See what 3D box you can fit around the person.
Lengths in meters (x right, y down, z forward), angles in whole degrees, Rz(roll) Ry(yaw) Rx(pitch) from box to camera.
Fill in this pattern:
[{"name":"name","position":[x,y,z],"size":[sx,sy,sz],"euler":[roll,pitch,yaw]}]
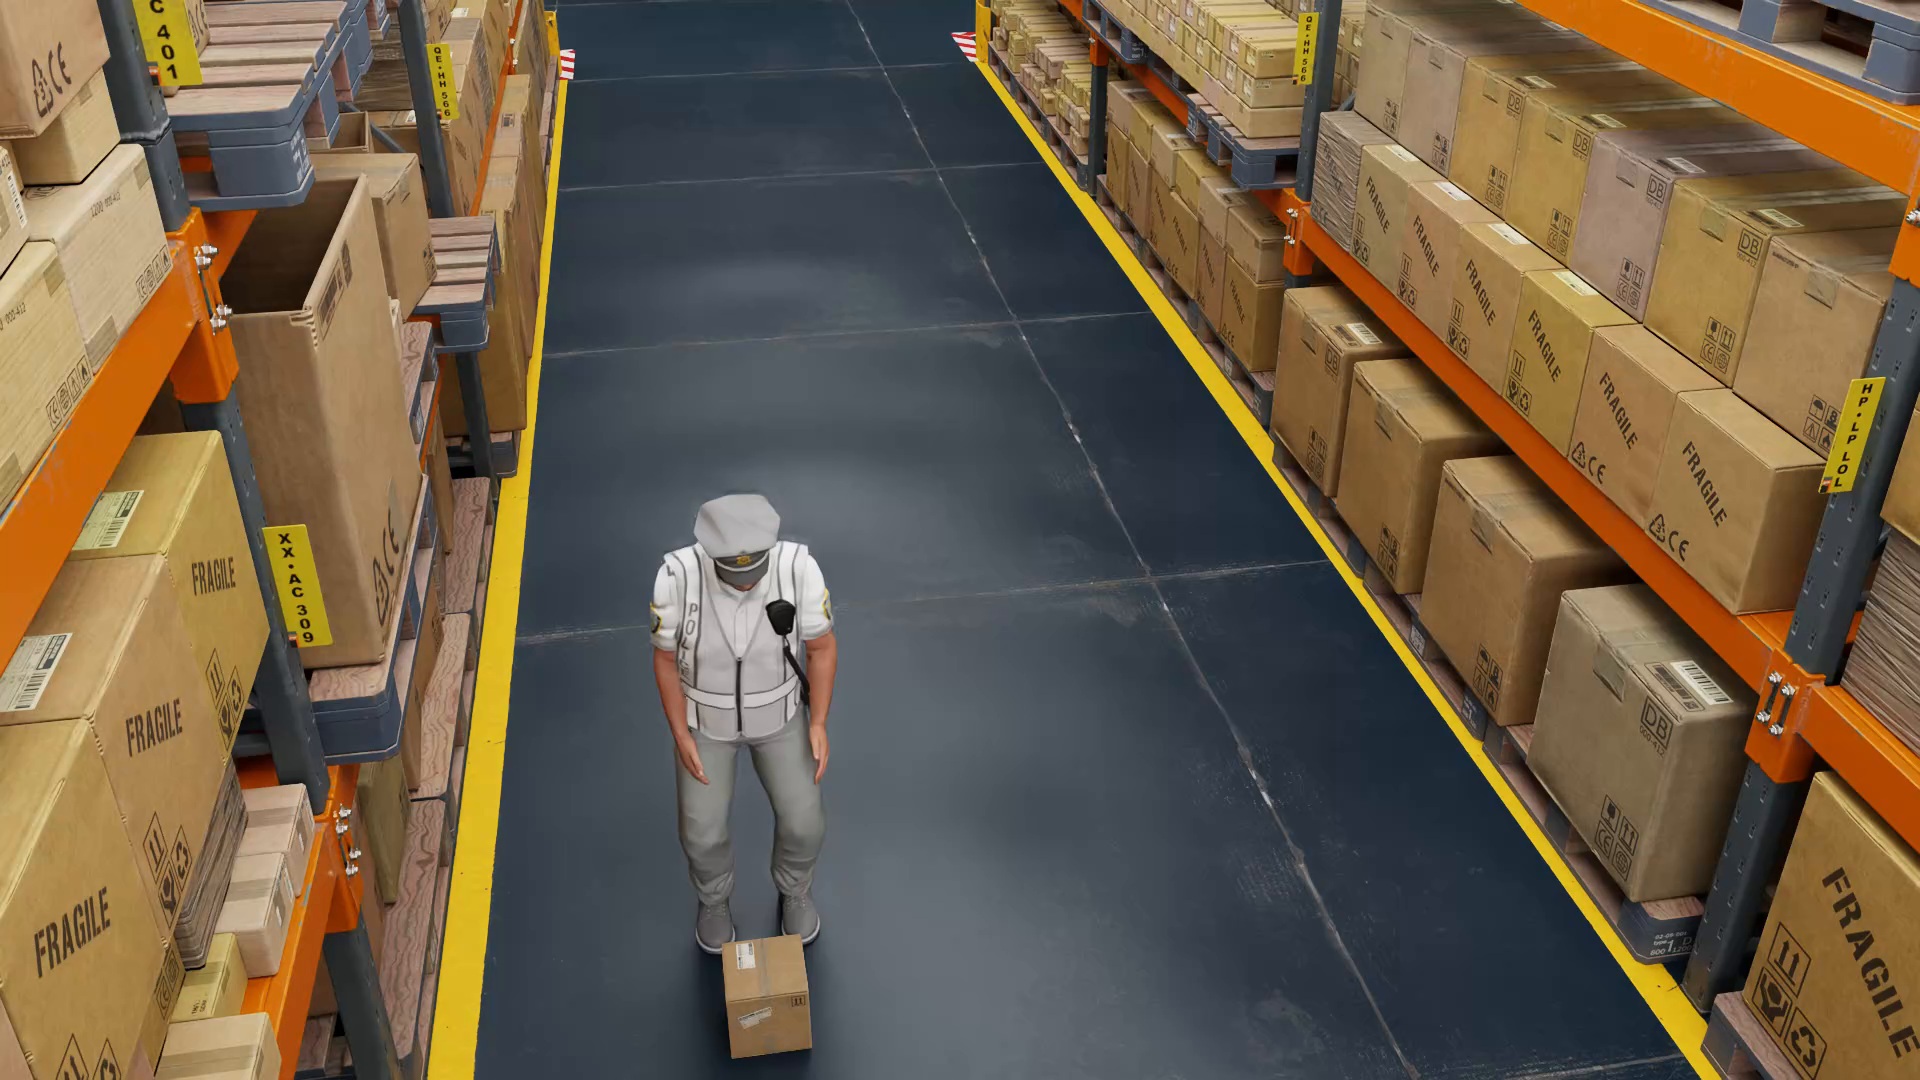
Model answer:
[{"name":"person","position":[-0.645,0.682,5.255],"size":[0.589,1.468,0.772],"euler":[-5,31,-9]}]
